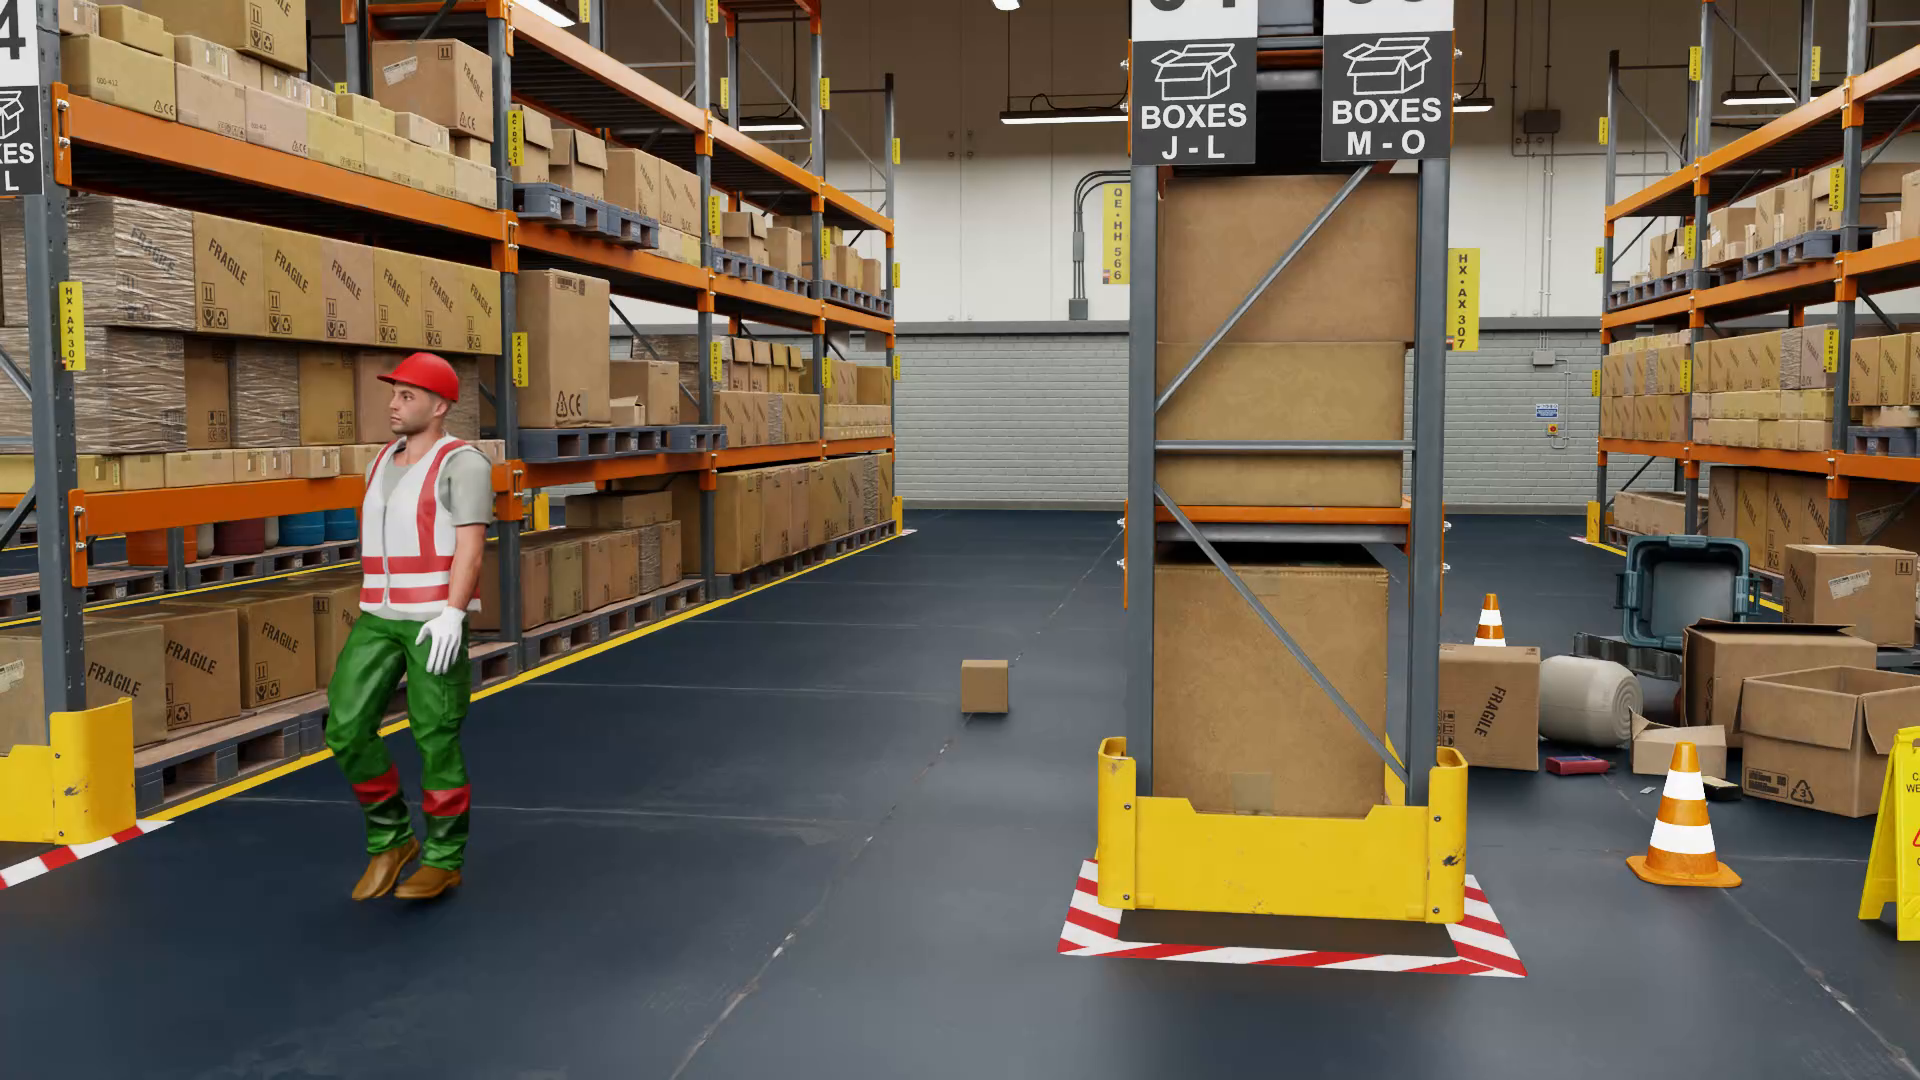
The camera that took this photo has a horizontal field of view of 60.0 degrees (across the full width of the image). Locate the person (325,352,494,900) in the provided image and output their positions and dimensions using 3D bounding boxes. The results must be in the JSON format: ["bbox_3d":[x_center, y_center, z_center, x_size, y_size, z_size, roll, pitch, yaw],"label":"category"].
[{"bbox_3d":[-1.806,0.305,5.493,0.558,1.846,0.429,2,5,24],"label":"person"}]
